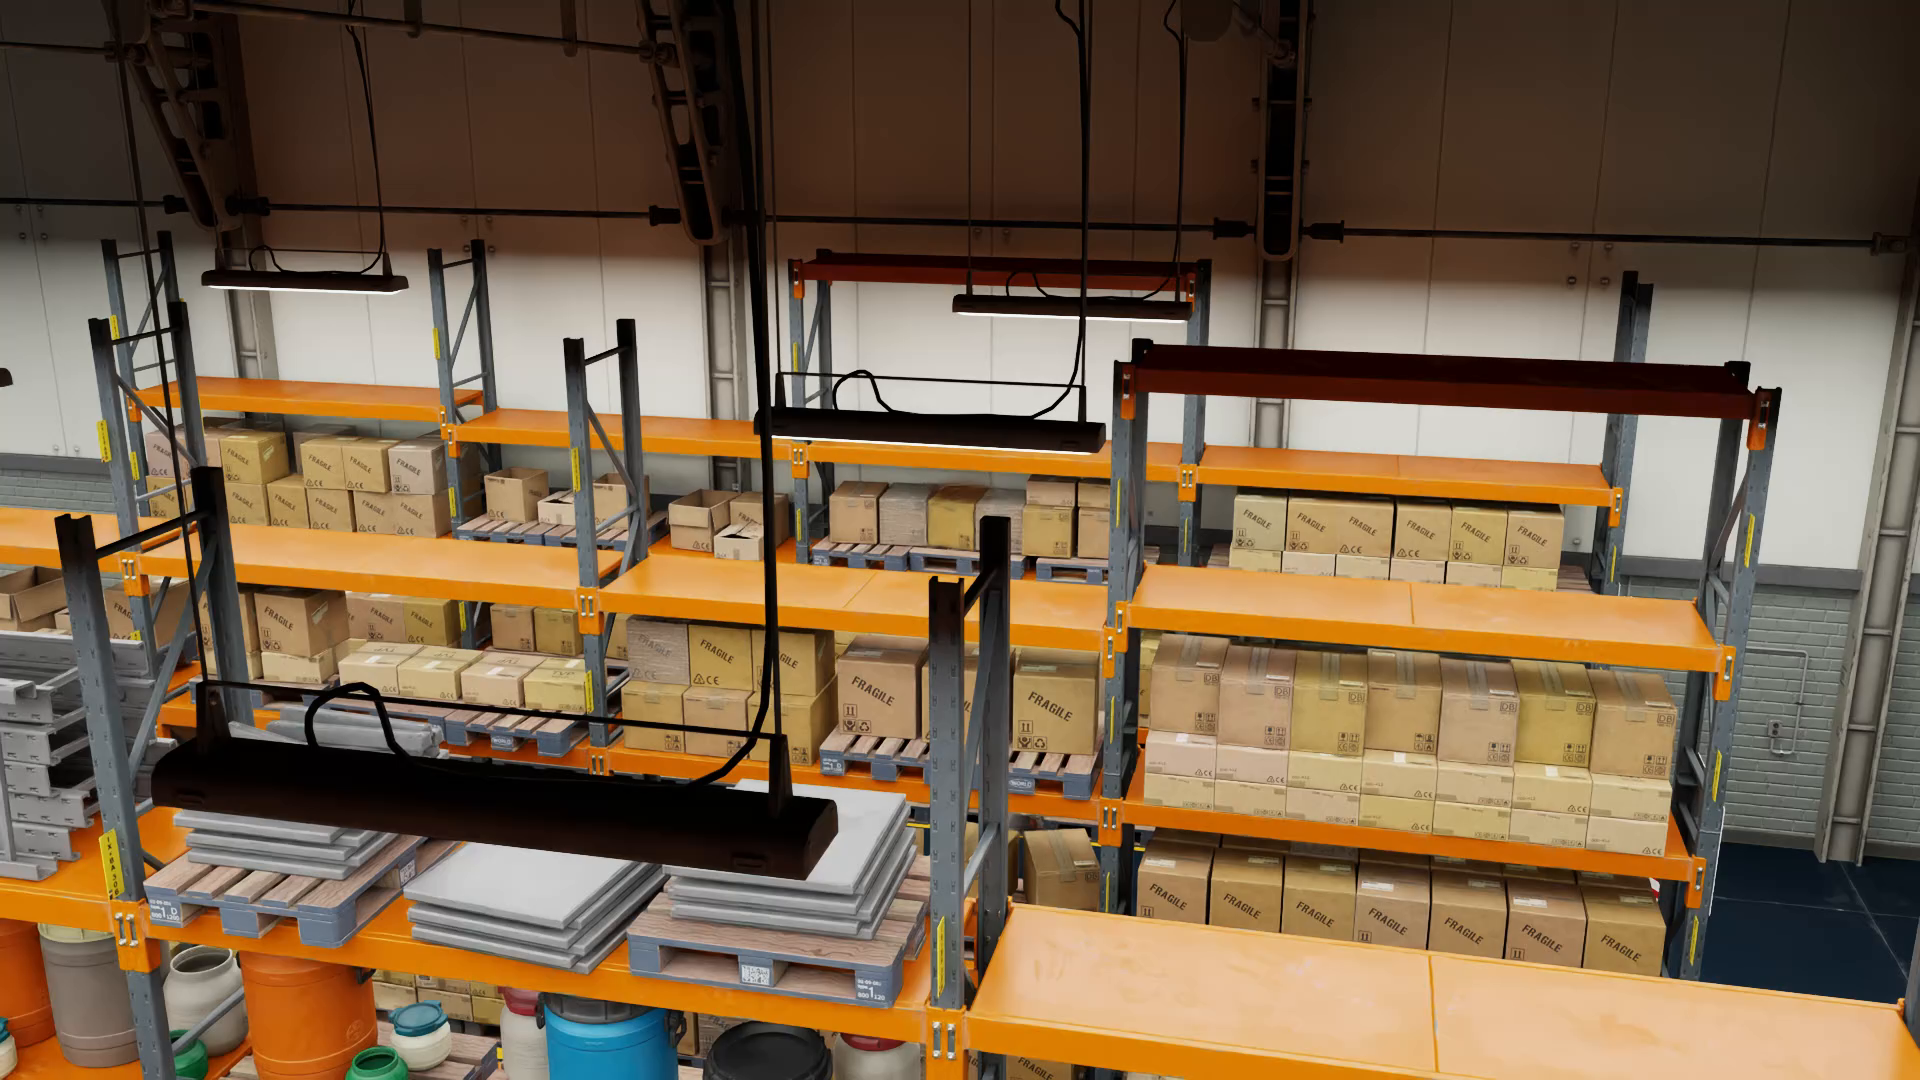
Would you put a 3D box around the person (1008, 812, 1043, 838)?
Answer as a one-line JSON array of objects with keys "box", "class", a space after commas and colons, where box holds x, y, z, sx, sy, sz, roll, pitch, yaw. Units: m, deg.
[{"box": [0.642, 2.614, 16.319, 1.017, 1.726, 0.552, 1, 16, 3], "class": "person"}]
